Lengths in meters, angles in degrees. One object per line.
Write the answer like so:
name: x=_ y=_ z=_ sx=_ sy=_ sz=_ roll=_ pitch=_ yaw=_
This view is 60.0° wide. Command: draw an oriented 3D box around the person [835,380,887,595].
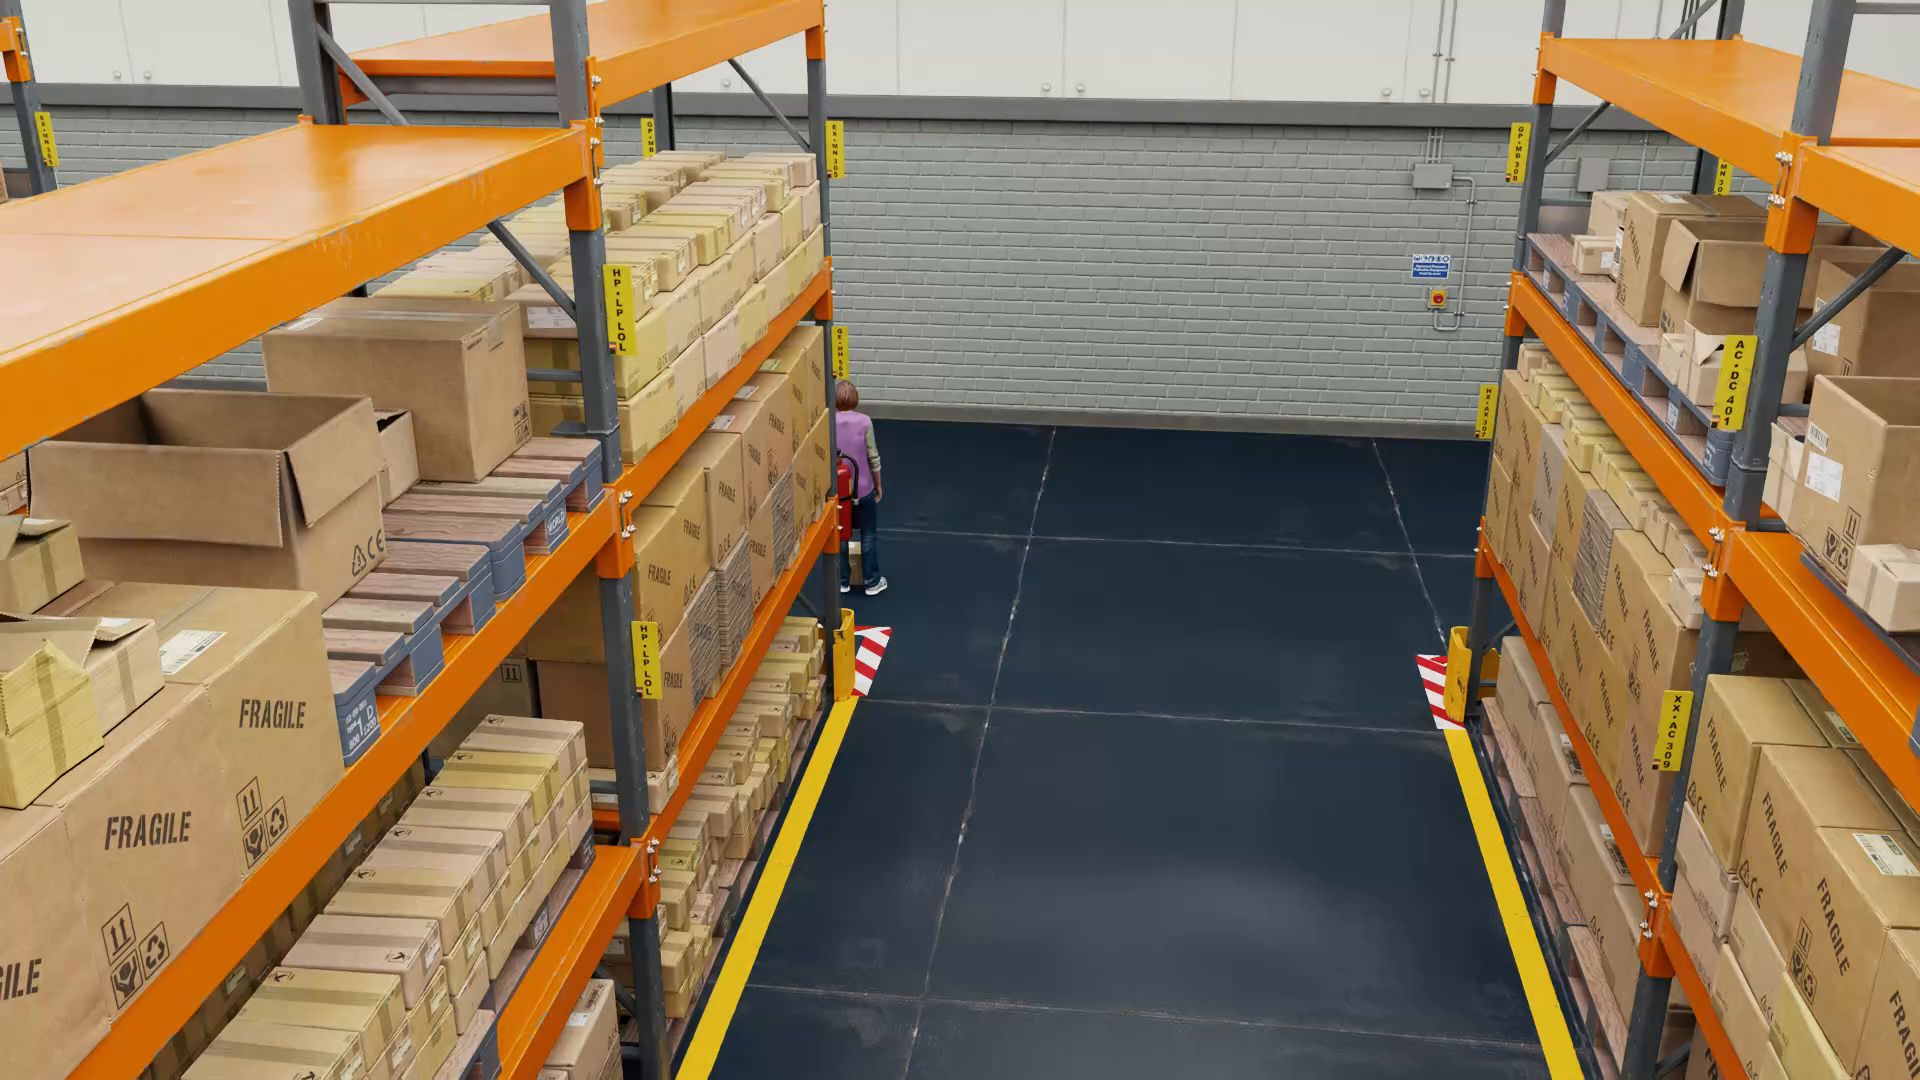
person: x=-0.790 y=-0.369 z=12.038 sx=0.484 sy=1.593 sz=0.375 roll=1 pitch=22 yaw=3
